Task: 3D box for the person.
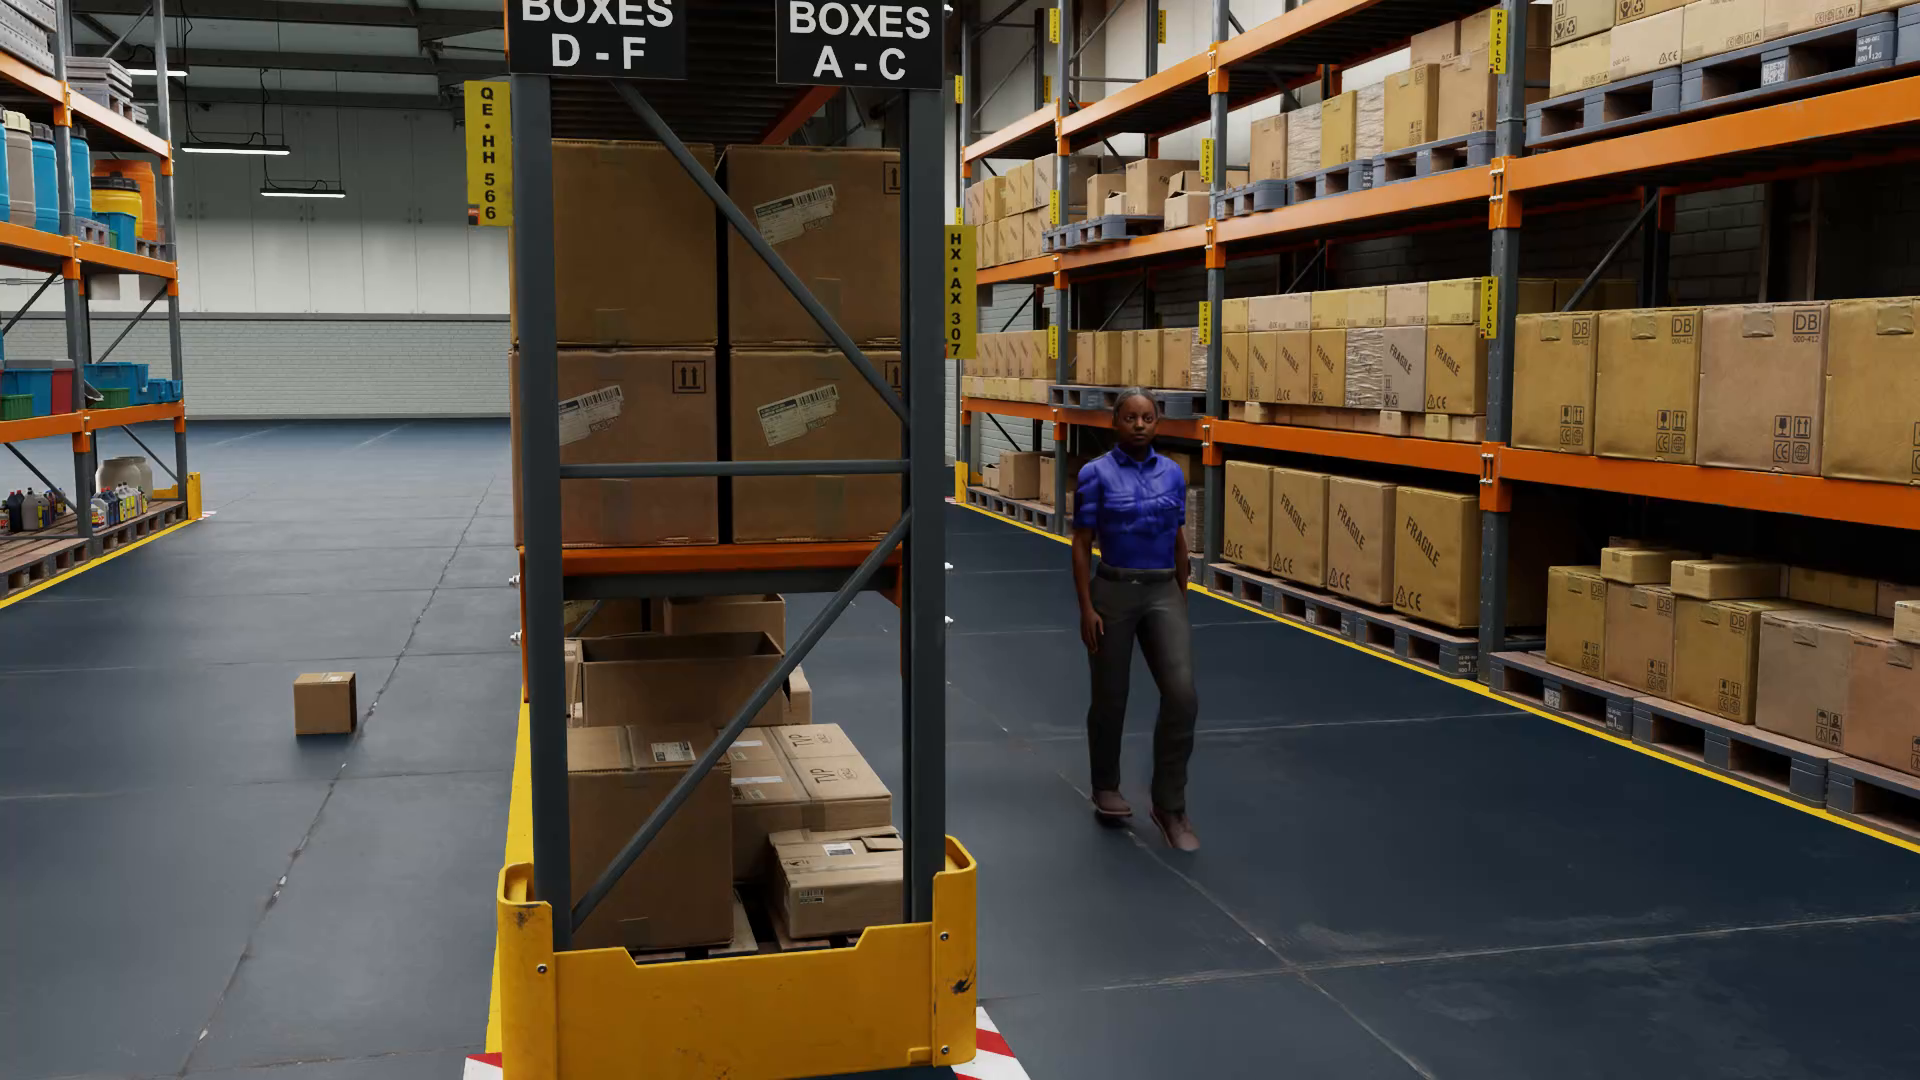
[{"bbox_3d":[0.651,0.207,6.228,0.485,1.558,0.530,-1,6,-9],"label":"person"}]
